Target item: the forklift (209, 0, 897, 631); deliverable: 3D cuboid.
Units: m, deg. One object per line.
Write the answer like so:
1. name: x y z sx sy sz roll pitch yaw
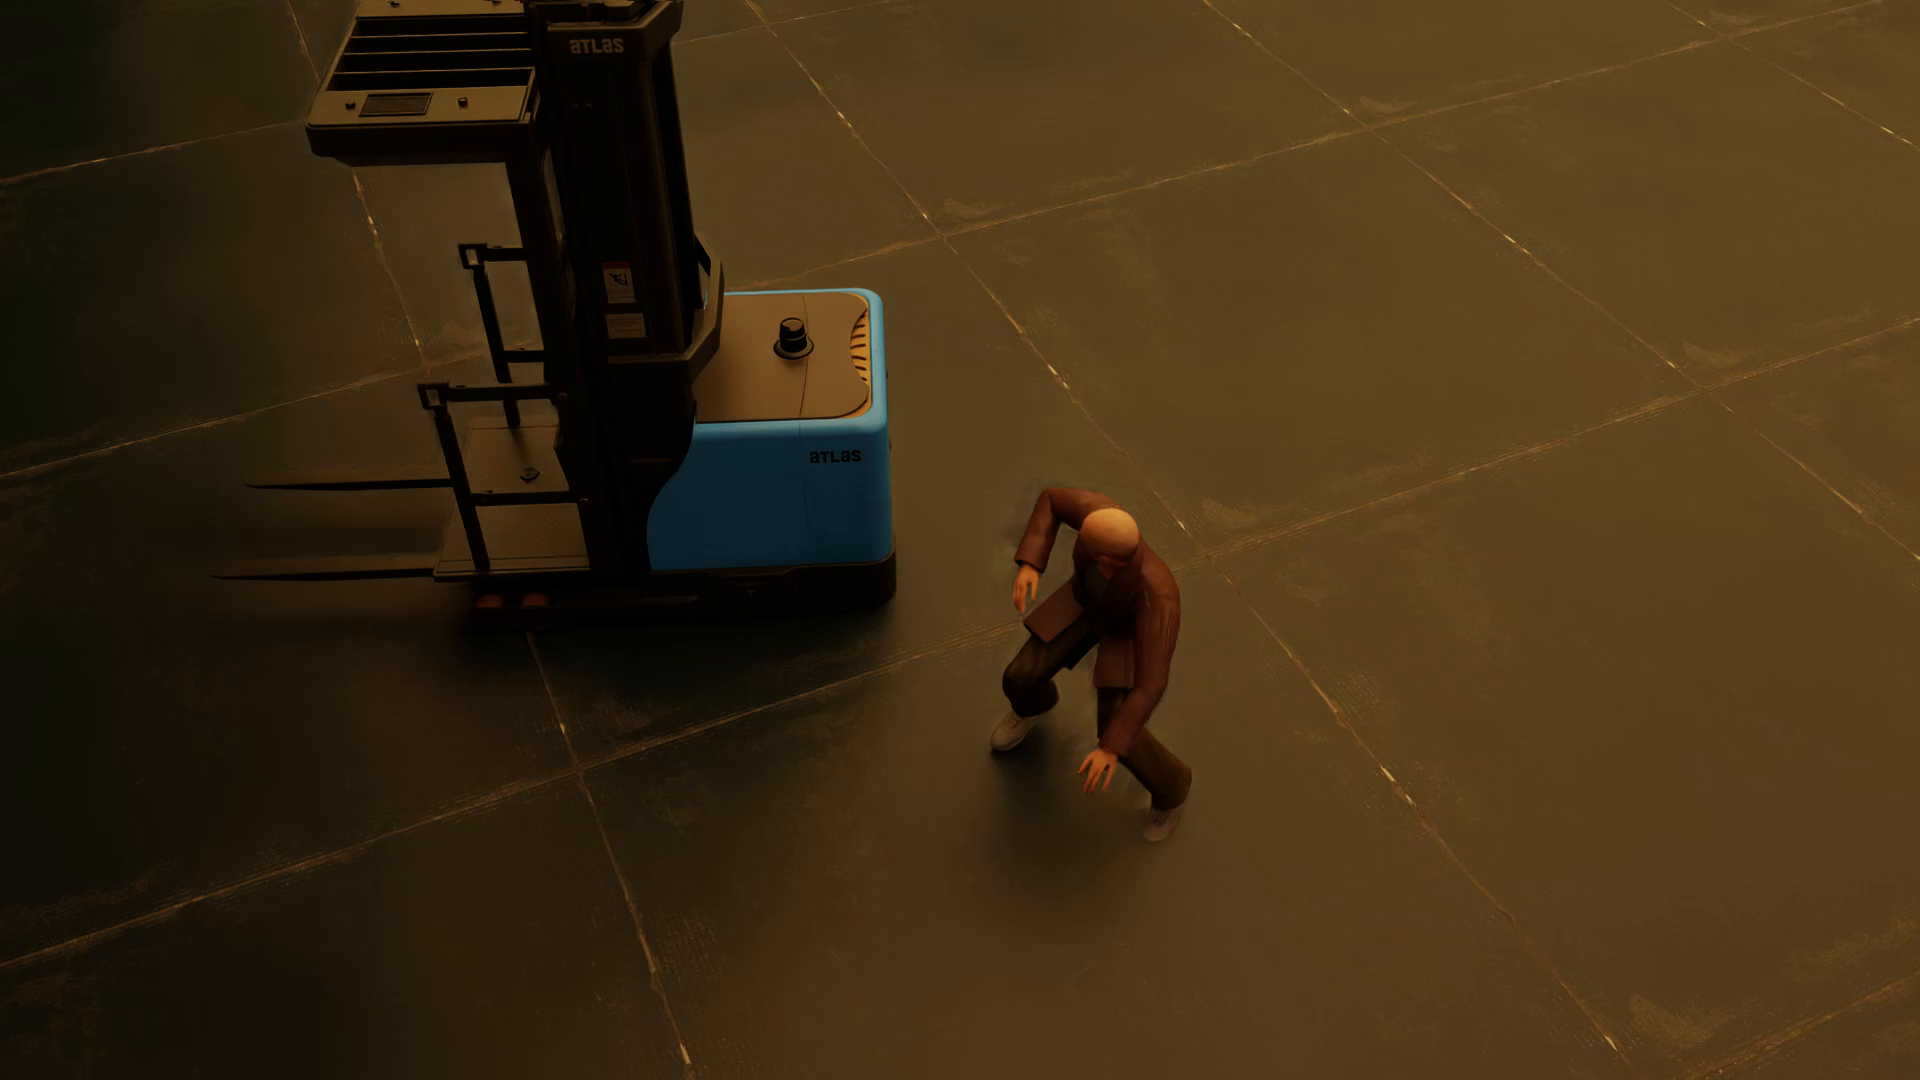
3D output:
1. forklift: -1.823 -1.041 6.795 3.031 2.935 1.130 -2 43 -2

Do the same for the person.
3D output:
1. person: 0.485 0.454 6.285 0.879 1.548 0.861 32 52 30
